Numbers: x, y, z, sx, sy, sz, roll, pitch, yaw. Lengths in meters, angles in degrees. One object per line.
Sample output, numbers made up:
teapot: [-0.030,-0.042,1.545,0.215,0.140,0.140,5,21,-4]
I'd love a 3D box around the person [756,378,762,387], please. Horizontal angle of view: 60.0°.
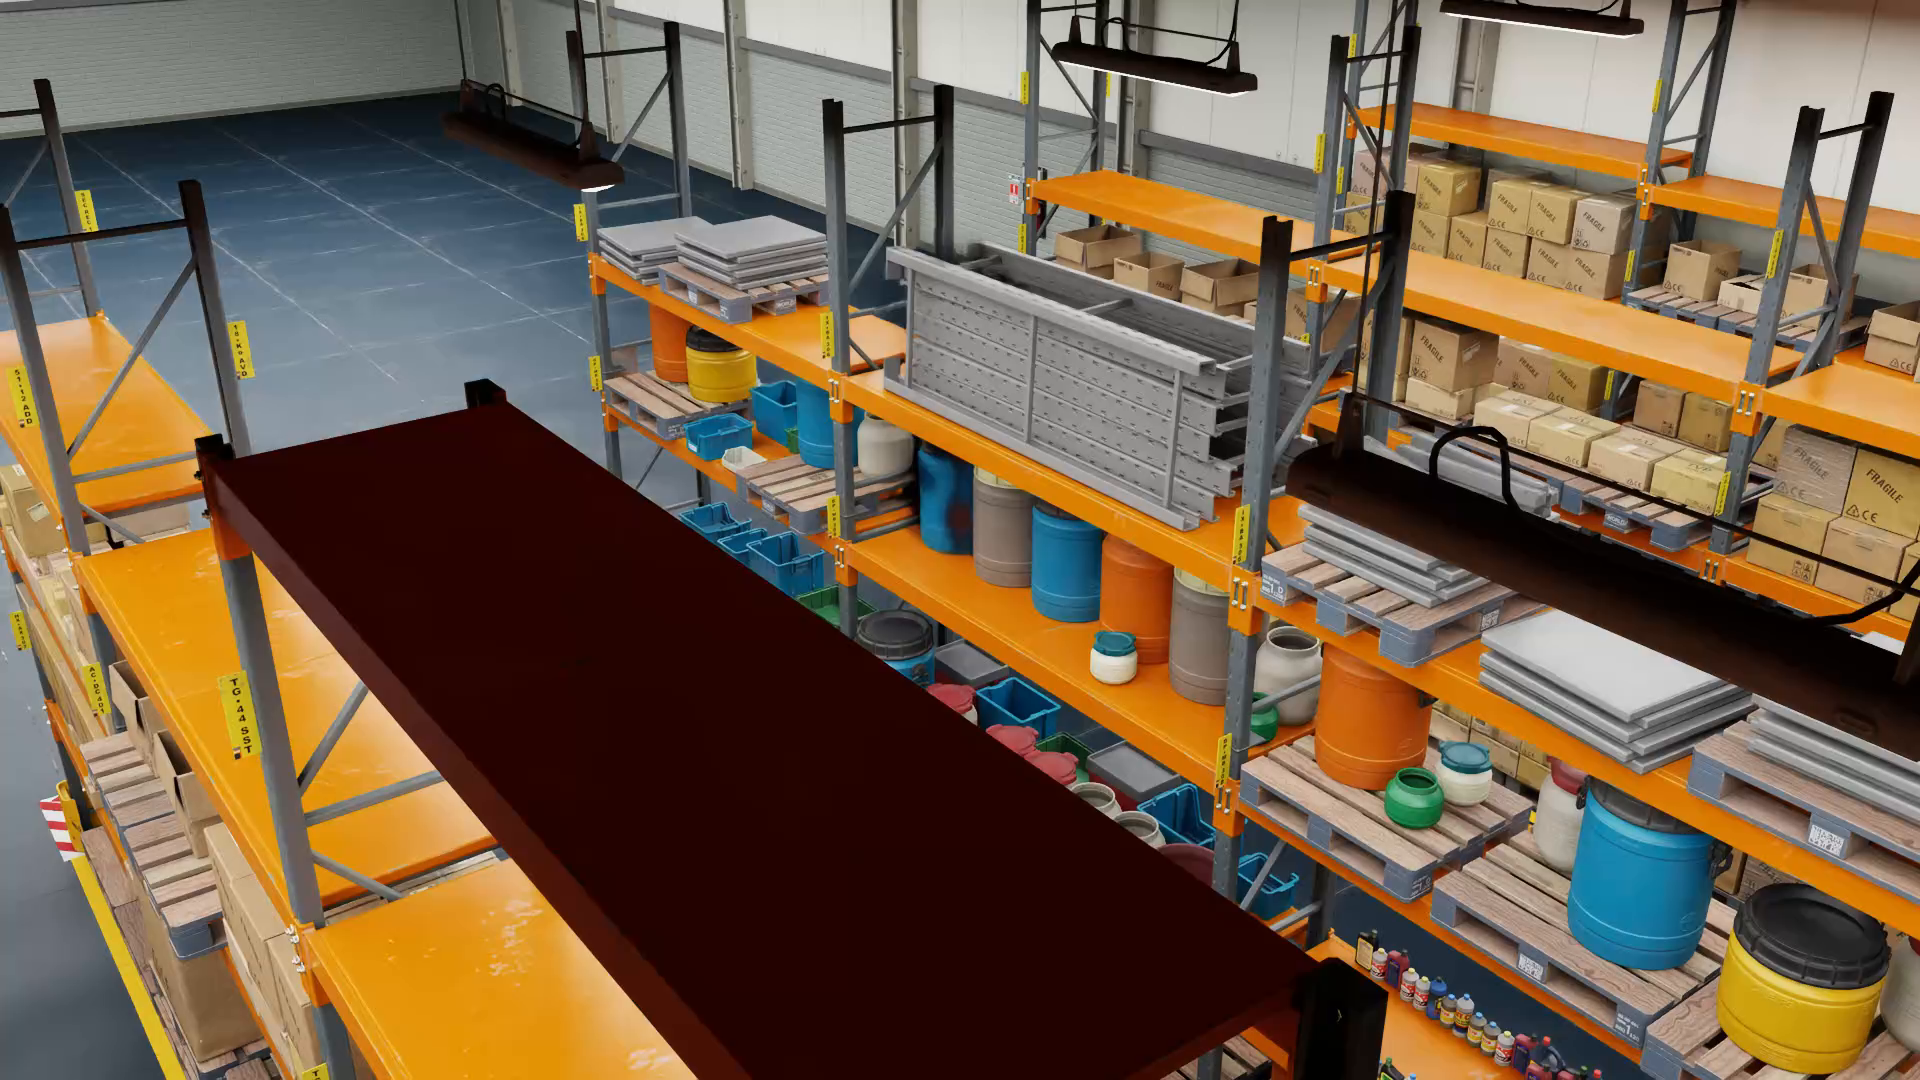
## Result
person: [-2.568,-1.565,20.492,0.847,1.586,0.718,-13,28,-27]
